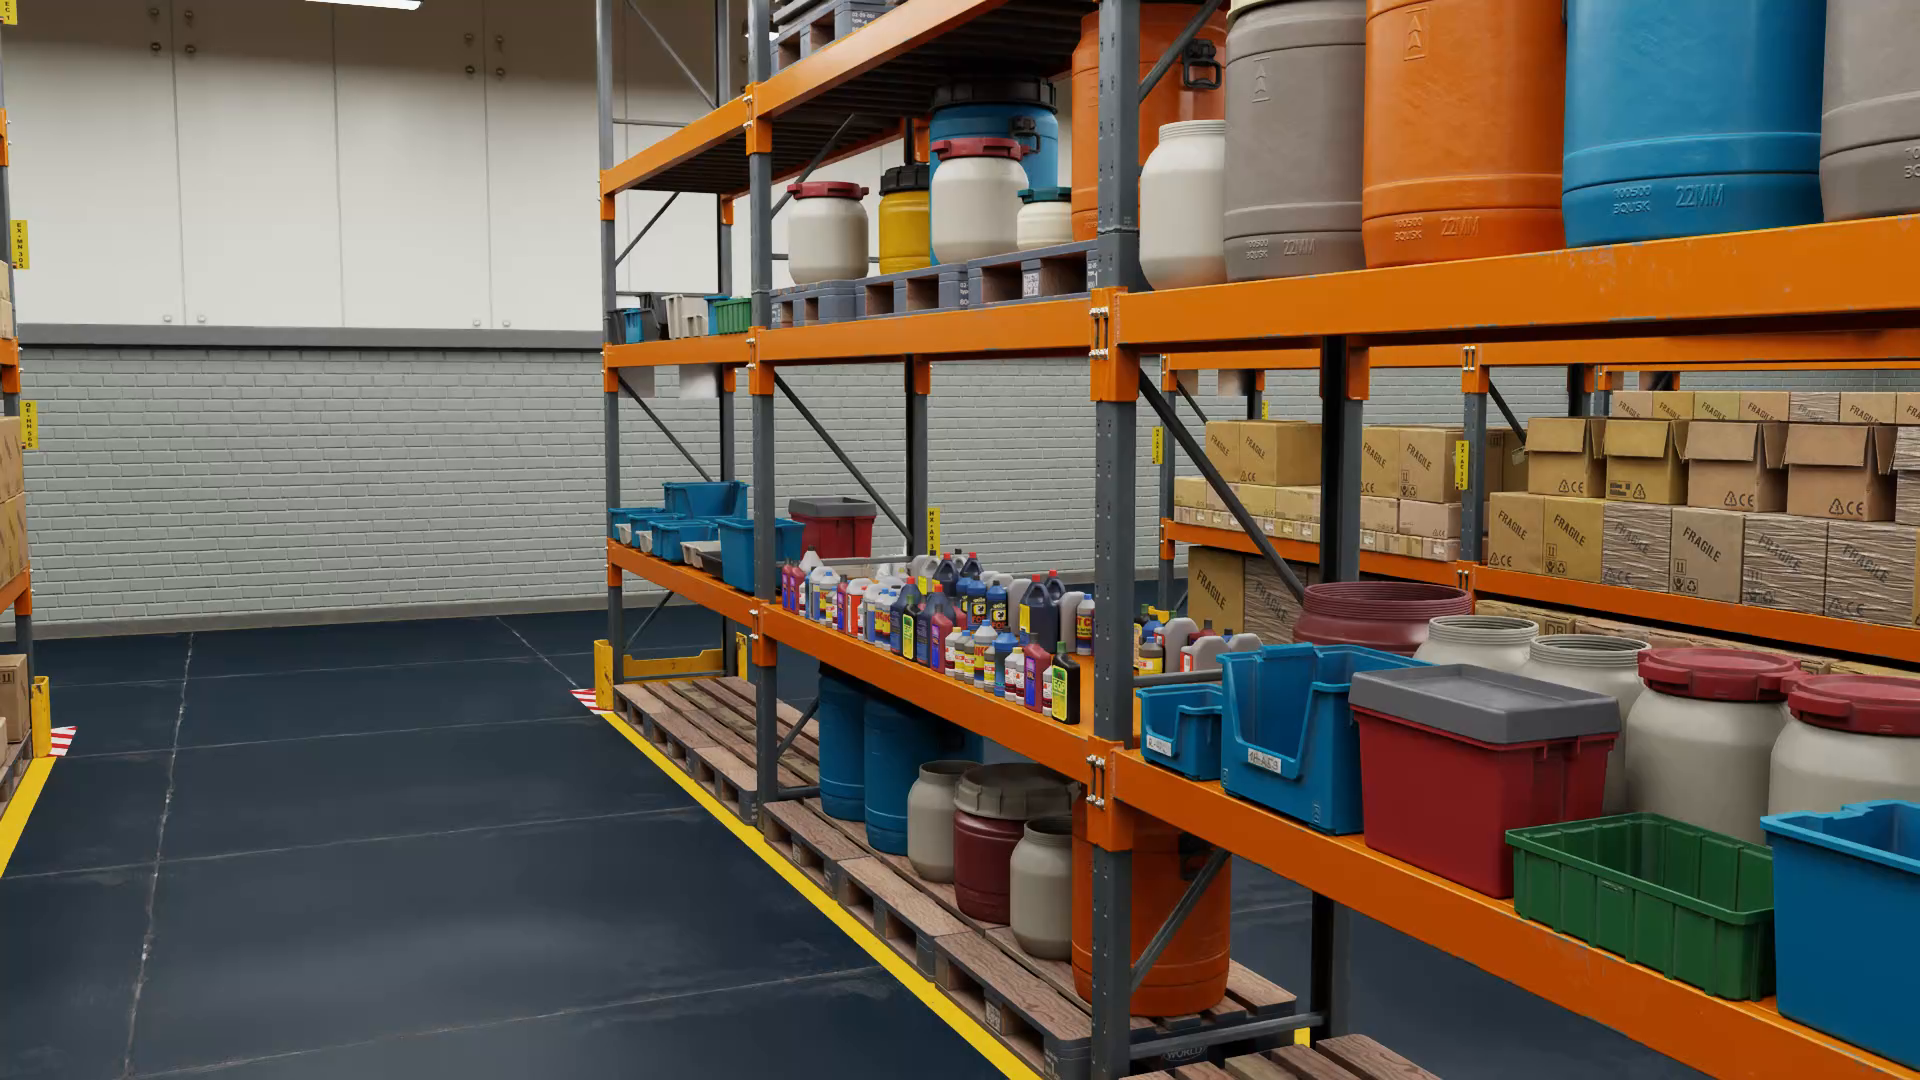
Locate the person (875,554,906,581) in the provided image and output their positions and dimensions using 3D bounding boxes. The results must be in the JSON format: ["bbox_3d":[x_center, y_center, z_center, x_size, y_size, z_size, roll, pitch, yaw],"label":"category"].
[{"bbox_3d":[-0.539,0.518,17.417,0.528,0.862,0.931,-2,6,-24],"label":"person"}]
